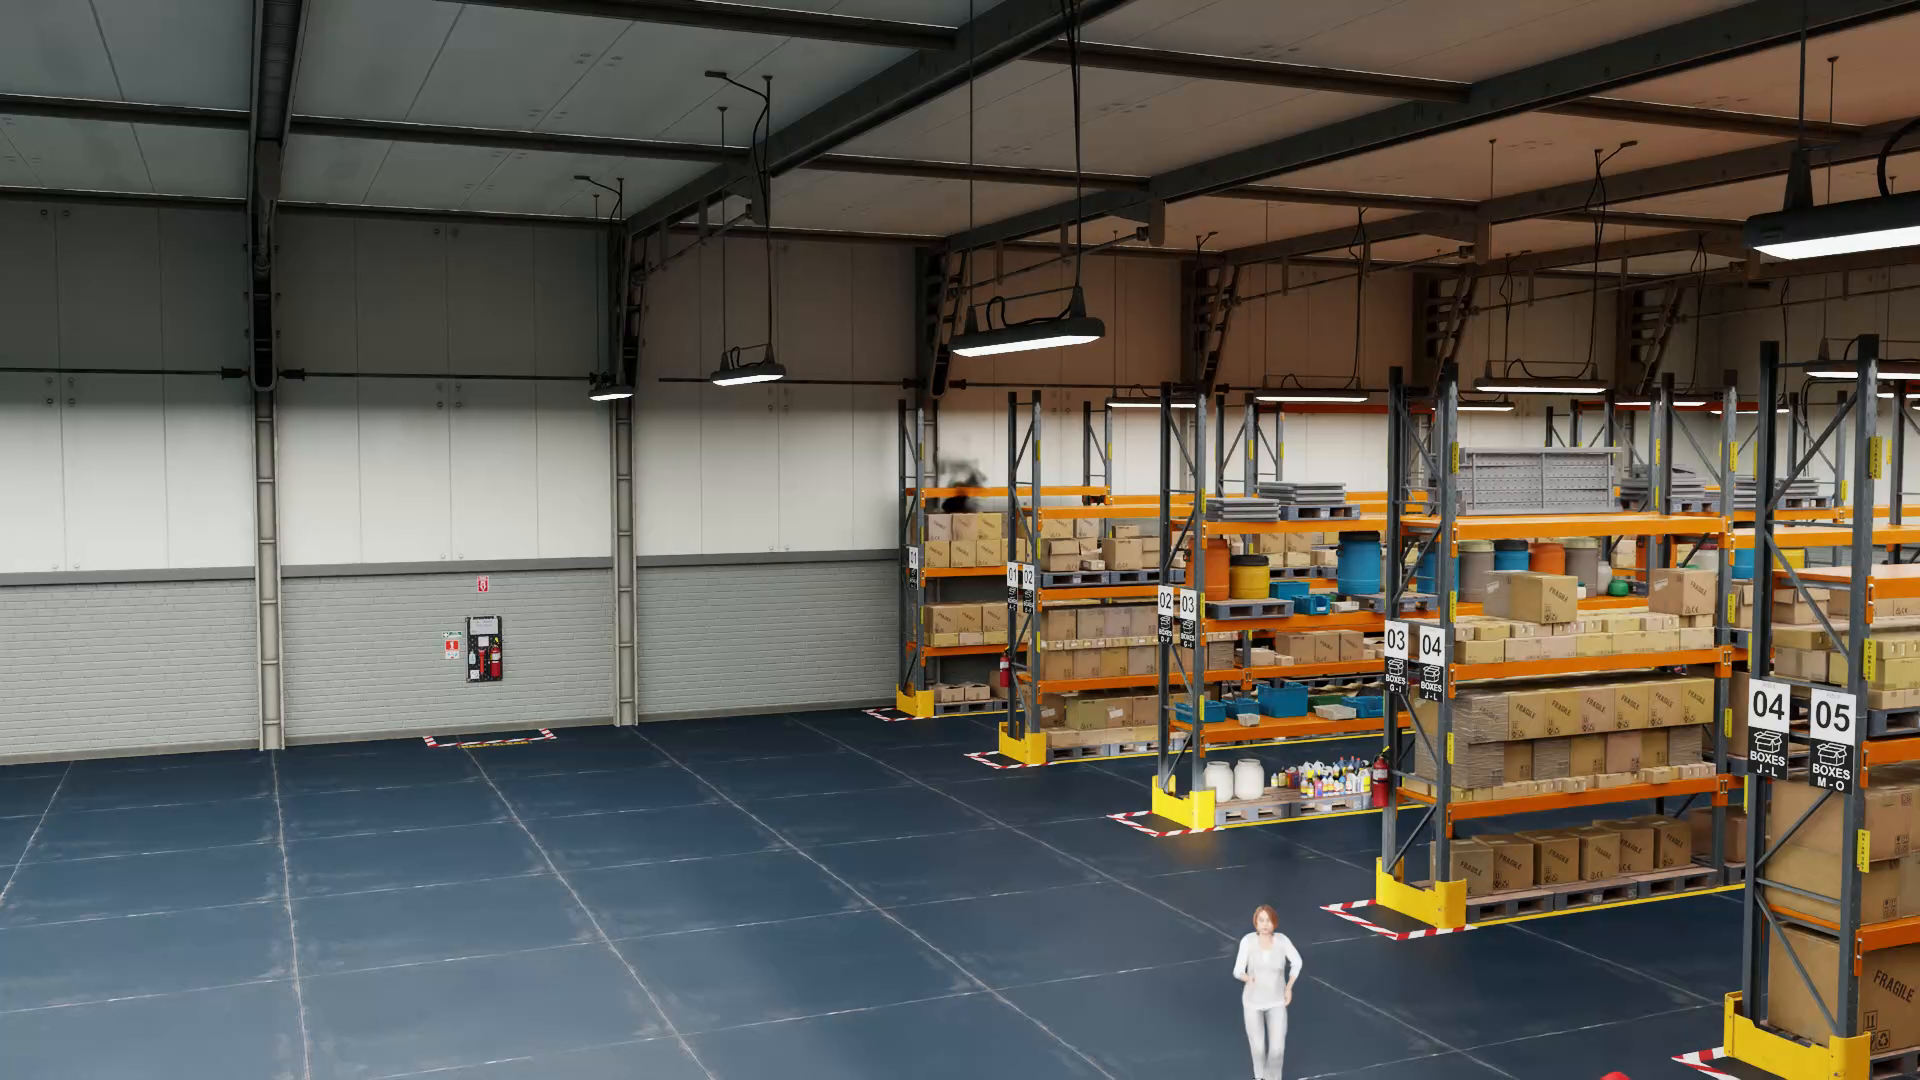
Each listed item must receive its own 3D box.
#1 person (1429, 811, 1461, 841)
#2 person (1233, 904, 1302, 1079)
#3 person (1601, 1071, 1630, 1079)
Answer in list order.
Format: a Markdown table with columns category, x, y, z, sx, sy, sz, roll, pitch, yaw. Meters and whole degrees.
| category | x | y | z | sx | sy | sz | roll | pitch | yaw |
| --- | --- | --- | --- | --- | --- | --- | --- | --- | --- |
| person | 5.938 | 3.108 | 20.514 | 0.827 | 1.771 | 0.620 | -2 | 4 | -32 |
| person | 2.367 | 3.615 | 12.835 | 0.516 | 1.588 | 0.608 | 1 | 3 | 14 |
| person | 3.498 | 3.743 | 8.943 | 0.649 | 1.742 | 0.642 | 1 | 4 | 19 |
